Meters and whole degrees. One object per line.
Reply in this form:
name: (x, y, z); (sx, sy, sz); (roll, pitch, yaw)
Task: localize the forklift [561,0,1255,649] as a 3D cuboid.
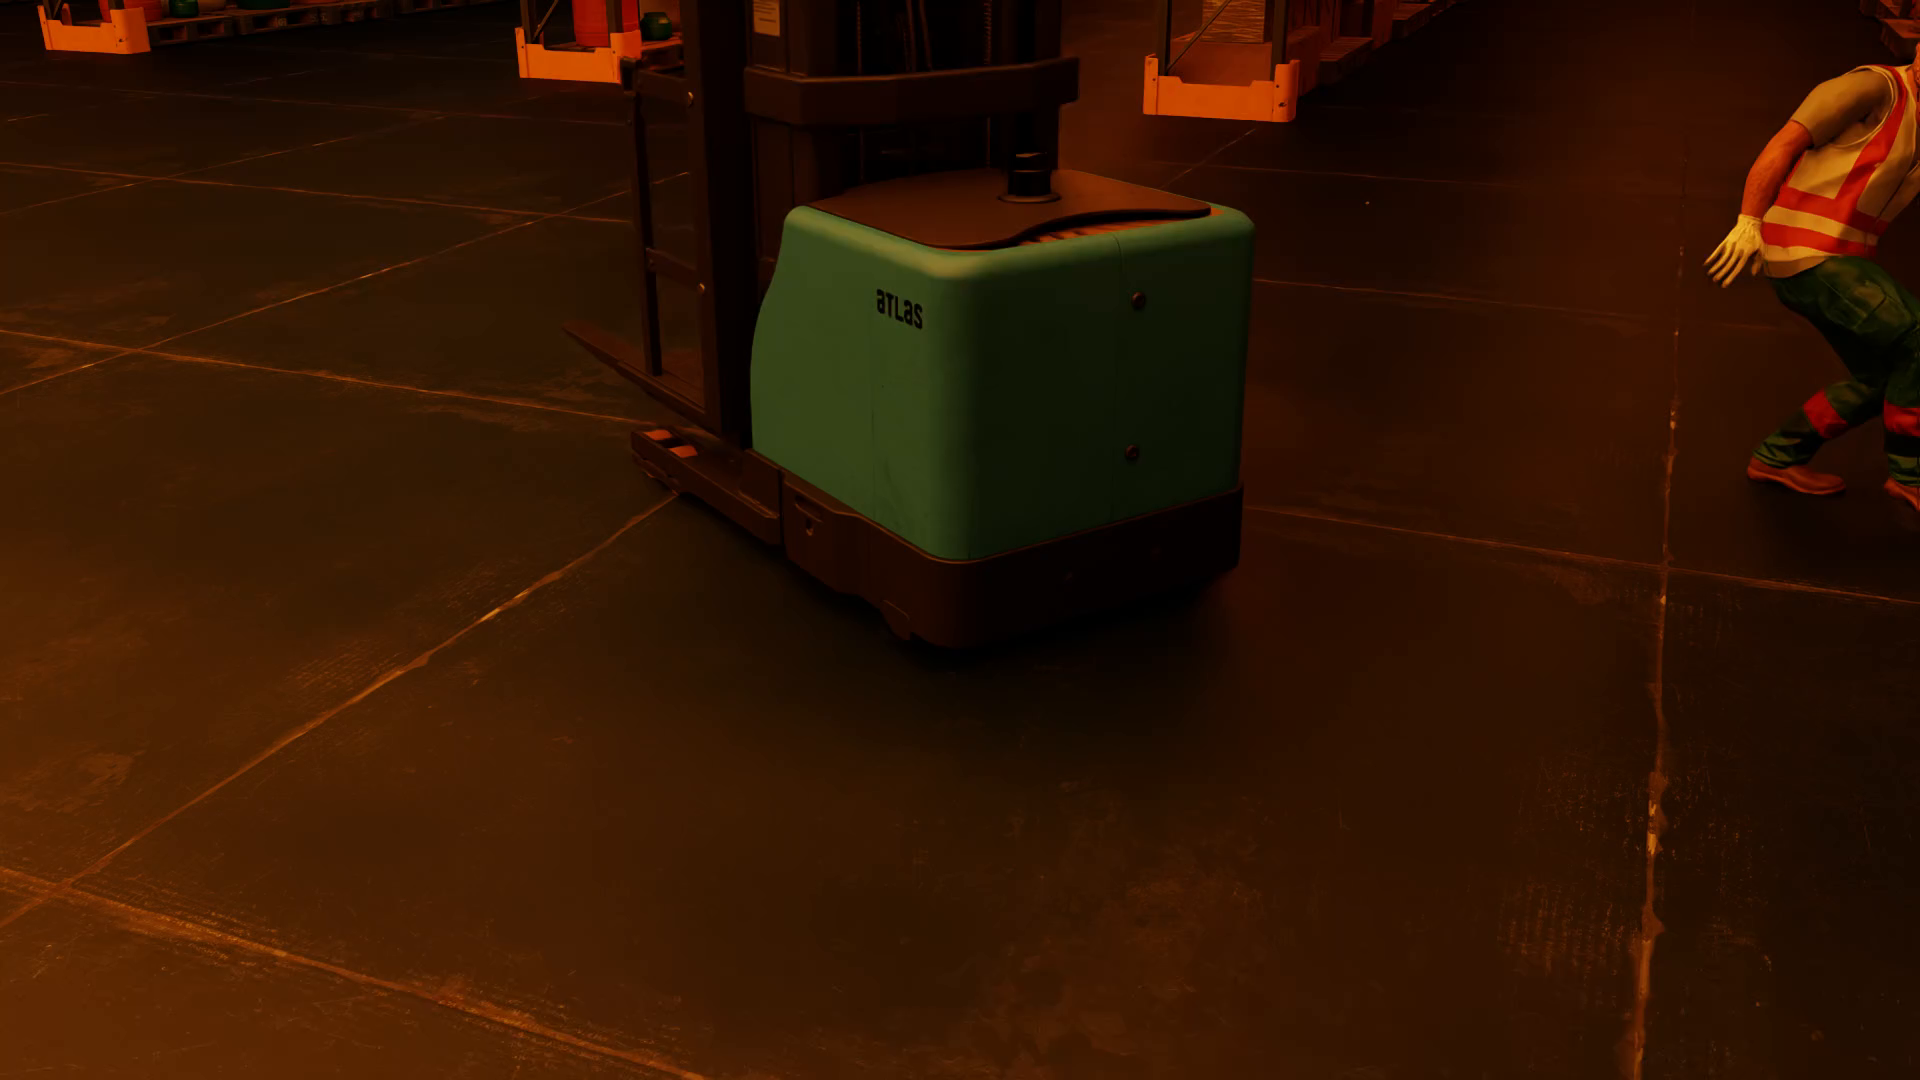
forklift: (-0.447, -1.589, 5.093); (1.130, 2.935, 3.031); (-15, 27, -31)

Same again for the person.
person: (2.788, -0.814, 5.014); (0.779, 1.587, 0.811); (-21, 31, -41)
